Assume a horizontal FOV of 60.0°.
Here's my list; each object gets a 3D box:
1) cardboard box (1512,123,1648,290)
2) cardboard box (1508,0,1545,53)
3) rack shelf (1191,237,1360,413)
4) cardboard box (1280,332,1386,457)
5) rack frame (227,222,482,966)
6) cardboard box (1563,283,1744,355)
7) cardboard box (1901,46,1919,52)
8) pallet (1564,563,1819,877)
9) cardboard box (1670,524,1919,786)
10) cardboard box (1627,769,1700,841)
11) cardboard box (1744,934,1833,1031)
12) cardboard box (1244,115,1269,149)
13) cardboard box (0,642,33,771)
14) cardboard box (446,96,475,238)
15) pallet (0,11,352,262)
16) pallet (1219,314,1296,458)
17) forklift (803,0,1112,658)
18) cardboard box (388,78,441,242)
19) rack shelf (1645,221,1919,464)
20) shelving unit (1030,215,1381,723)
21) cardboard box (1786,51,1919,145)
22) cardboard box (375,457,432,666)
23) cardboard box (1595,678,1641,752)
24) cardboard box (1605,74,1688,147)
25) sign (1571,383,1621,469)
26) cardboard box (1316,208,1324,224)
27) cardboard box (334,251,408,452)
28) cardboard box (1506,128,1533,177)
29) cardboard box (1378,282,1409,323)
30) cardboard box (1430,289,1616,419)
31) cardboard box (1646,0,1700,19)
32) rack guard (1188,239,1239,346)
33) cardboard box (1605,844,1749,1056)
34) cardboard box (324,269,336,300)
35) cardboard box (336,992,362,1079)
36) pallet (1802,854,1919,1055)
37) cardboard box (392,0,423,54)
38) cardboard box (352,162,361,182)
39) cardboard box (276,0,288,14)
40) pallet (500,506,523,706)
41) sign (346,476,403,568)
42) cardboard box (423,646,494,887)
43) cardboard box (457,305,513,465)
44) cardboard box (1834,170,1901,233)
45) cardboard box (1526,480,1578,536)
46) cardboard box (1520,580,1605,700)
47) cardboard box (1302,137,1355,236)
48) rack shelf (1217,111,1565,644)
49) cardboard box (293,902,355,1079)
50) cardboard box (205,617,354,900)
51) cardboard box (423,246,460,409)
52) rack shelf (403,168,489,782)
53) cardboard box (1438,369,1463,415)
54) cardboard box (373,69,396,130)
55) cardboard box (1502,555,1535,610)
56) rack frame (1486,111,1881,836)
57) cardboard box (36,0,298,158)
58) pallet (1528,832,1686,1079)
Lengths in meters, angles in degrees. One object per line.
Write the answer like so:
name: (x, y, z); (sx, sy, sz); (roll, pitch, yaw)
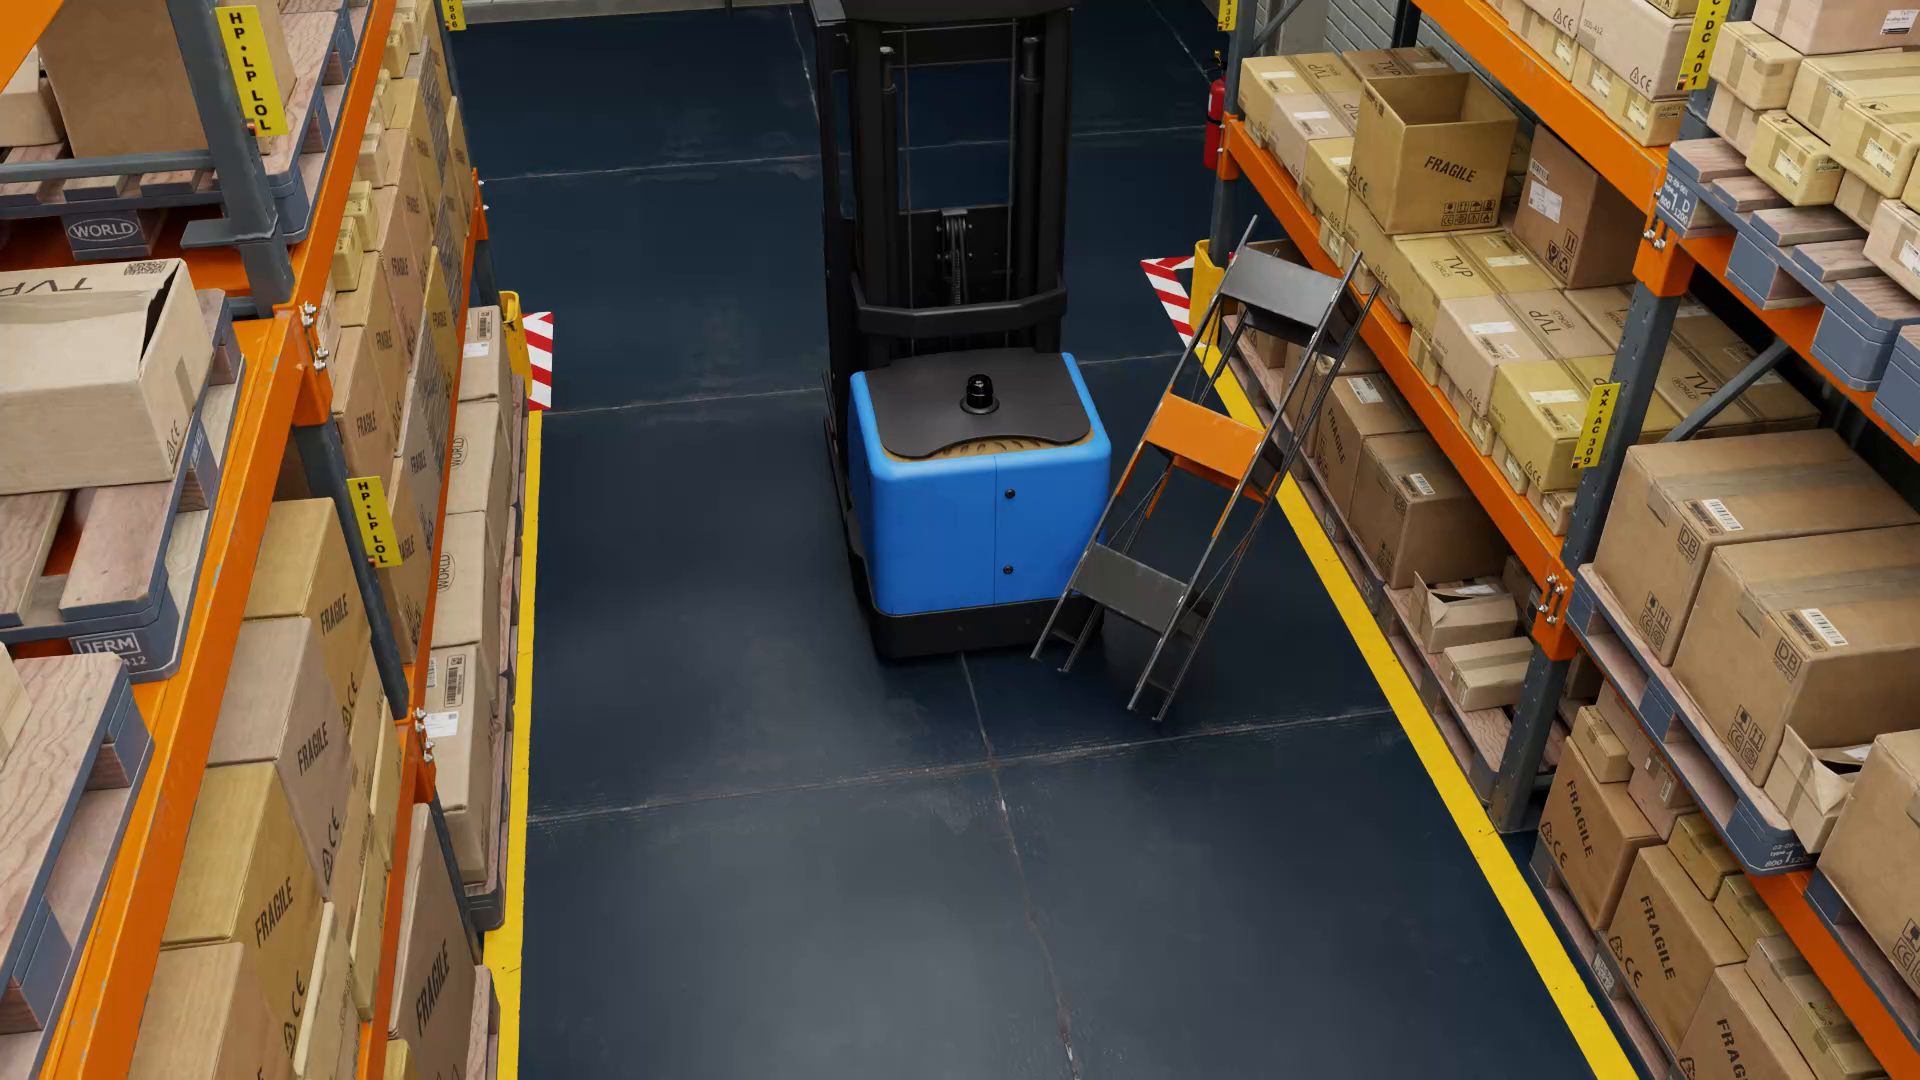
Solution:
cardboard box: (2.631, -1.378, 6.747); (0.500, 0.500, 0.500); (-7, 38, -9)
cardboard box: (2.160, -1.826, 5.816); (0.380, 0.149, 0.250); (-6, 38, -8)
rack shelf: (1.363, -0.908, 7.084); (0.480, 0.431, 0.518); (26, 89, 29)
cardboard box: (2.055, -0.790, 8.417); (0.700, 0.500, 0.500); (-5, 38, -6)
rack frame: (-2.256, 0.441, 5.138); (1.000, 3.000, 0.127); (-6, 38, -8)
cardboard box: (2.715, -0.784, 6.594); (0.500, 0.250, 0.500); (-7, 38, -8)
cardboard box: (2.798, -1.335, 4.517); (0.380, 0.149, 0.250); (-7, 38, -9)
pallet: (2.663, 0.475, 5.250); (1.003, 0.211, 1.213); (-6, 38, -8)
cardboard box: (2.586, 0.328, 4.859); (0.700, 0.500, 0.500); (-6, 38, -7)
cardboard box: (2.556, 0.874, 5.746); (0.380, 0.149, 0.250); (-7, 38, -9)
cardboard box: (2.681, 1.347, 5.138); (0.380, 0.149, 0.250); (-6, 38, -8)
cardboard box: (1.717, -2.184, 8.721); (0.380, 0.149, 0.250); (-7, 38, -8)
cardboard box: (-1.776, 0.309, 2.711); (0.380, 0.166, 0.250); (-3, 38, -4)
cardboard box: (-2.612, -1.752, 7.878); (0.500, 0.500, 0.500); (-6, 38, -8)
pallet: (-2.389, -1.204, 4.882); (1.003, 0.211, 1.213); (-6, 38, -8)
pallet: (2.083, -0.883, 9.114); (1.003, 0.211, 1.213); (-6, 38, -8)
forklift: (-0.108, -1.538, 7.741); (1.130, 2.935, 3.031); (-6, 38, -8)
cardboard box: (-2.434, -1.532, 6.781); (0.500, 0.500, 0.500); (-6, 38, -8)
rack shelf: (2.981, 0.212, 3.573); (1.077, 0.370, 4.000); (-6, 38, -8)
shelving unit: (1.052, -0.297, 7.069); (0.503, 0.431, 2.100); (26, 89, 29)
cardboard box: (2.368, -1.123, 4.243); (0.380, 0.149, 0.250); (-6, 38, -7)
cardboard box: (-2.080, 0.090, 5.508); (0.500, 0.500, 0.500); (-5, 38, -6)
cardboard box: (2.491, 0.591, 5.868); (0.380, 0.149, 0.250); (-7, 38, -9)
cardboard box: (2.277, -1.366, 5.223); (0.380, 0.149, 0.250); (-6, 38, -8)
sign: (2.098, -0.374, 5.481); (0.100, 0.325, 0.005); (-6, 38, -8)
cardboard box: (1.923, -1.561, 7.920); (0.380, 0.149, 0.250); (-6, 38, -7)
cardboard box: (-2.183, -0.613, 5.598); (0.500, 0.500, 0.500); (-7, 38, -9)
cardboard box: (2.443, -1.709, 7.785); (0.500, 0.250, 0.500); (-5, 38, -7)
cardboard box: (2.073, -1.096, 7.320); (0.380, 0.149, 0.250); (-6, 38, -8)
cardboard box: (2.199, -0.736, 6.532); (0.500, 0.250, 0.500); (-6, 38, -8)
cardboard box: (2.305, -1.815, 5.068); (0.500, 0.250, 0.500); (-6, 38, -8)
rack guard: (1.943, -1.478, 9.645); (1.175, 0.500, 0.348); (-6, 38, -8)
cardboard box: (2.597, 1.363, 5.646); (0.500, 0.500, 0.500); (-7, 38, -9)
cardboard box: (-2.203, -0.771, 5.273); (0.380, 0.149, 0.250); (-7, 38, -9)
cardboard box: (-1.771, 1.358, 4.079); (0.500, 0.250, 0.500); (-7, 38, -9)
pallet: (2.986, 1.222, 4.288); (1.003, 0.211, 1.213); (-6, 38, -8)
cardboard box: (-2.500, -2.173, 7.077); (0.380, 0.149, 0.250); (-7, 38, -8)
cardboard box: (-2.329, -1.234, 5.869); (0.380, 0.149, 0.250); (-6, 38, -8)
cardboard box: (-2.524, -1.801, 5.070); (0.797, 0.503, 0.637); (-3, 38, -4)
pallet: (-2.529, 0.336, 7.546); (1.003, 0.211, 1.213); (-6, 38, -8)
sign: (-1.723, -0.049, 4.889); (0.100, 0.325, 0.005); (-6, 38, -8)
cardboard box: (-2.260, 0.896, 6.298); (0.875, 0.438, 0.875); (-7, 38, -9)
cardboard box: (-2.743, -0.741, 8.405); (0.875, 0.438, 0.875); (-7, 38, -9)
cardboard box: (2.444, -0.860, 4.148); (0.380, 0.149, 0.250); (-6, 38, -8)
cardboard box: (2.326, -0.162, 6.118); (0.380, 0.149, 0.250); (-6, 38, -7)
cardboard box: (2.747, 0.376, 7.070); (0.500, 0.311, 0.500); (-5, 38, -6)
cardboard box: (1.924, -1.656, 7.717); (0.500, 0.250, 0.500); (-7, 38, -9)
rack shelf: (2.280, -1.019, 7.603); (1.077, 0.370, 4.000); (-6, 38, -8)
cardboard box: (-1.747, 1.156, 3.932); (0.500, 0.250, 0.500); (-5, 38, -7)
cardboard box: (-1.832, 0.561, 4.086); (0.500, 0.500, 0.500); (-6, 38, -7)
cardboard box: (-2.335, -0.827, 6.688); (0.500, 0.500, 0.500); (-5, 38, -7)
rack shelf: (-2.606, -0.483, 6.913); (1.077, 0.370, 4.000); (-6, 38, -8)
cardboard box: (2.170, -0.632, 6.724); (0.380, 0.149, 0.250); (-5, 38, -7)
cardboard box: (-2.419, -1.706, 6.475); (0.380, 0.149, 0.250); (-5, 38, -7)
cardboard box: (2.671, 0.178, 7.457); (0.380, 0.149, 0.250); (-7, 38, -9)
rack frame: (2.631, -0.095, 5.828); (1.000, 3.000, 0.127); (-6, 38, -8)
cardboard box: (-2.152, -1.367, 4.514); (0.500, 0.500, 0.500); (-6, 38, -7)
pallet: (2.810, 1.493, 6.056); (1.003, 0.211, 1.213); (-6, 38, -8)
